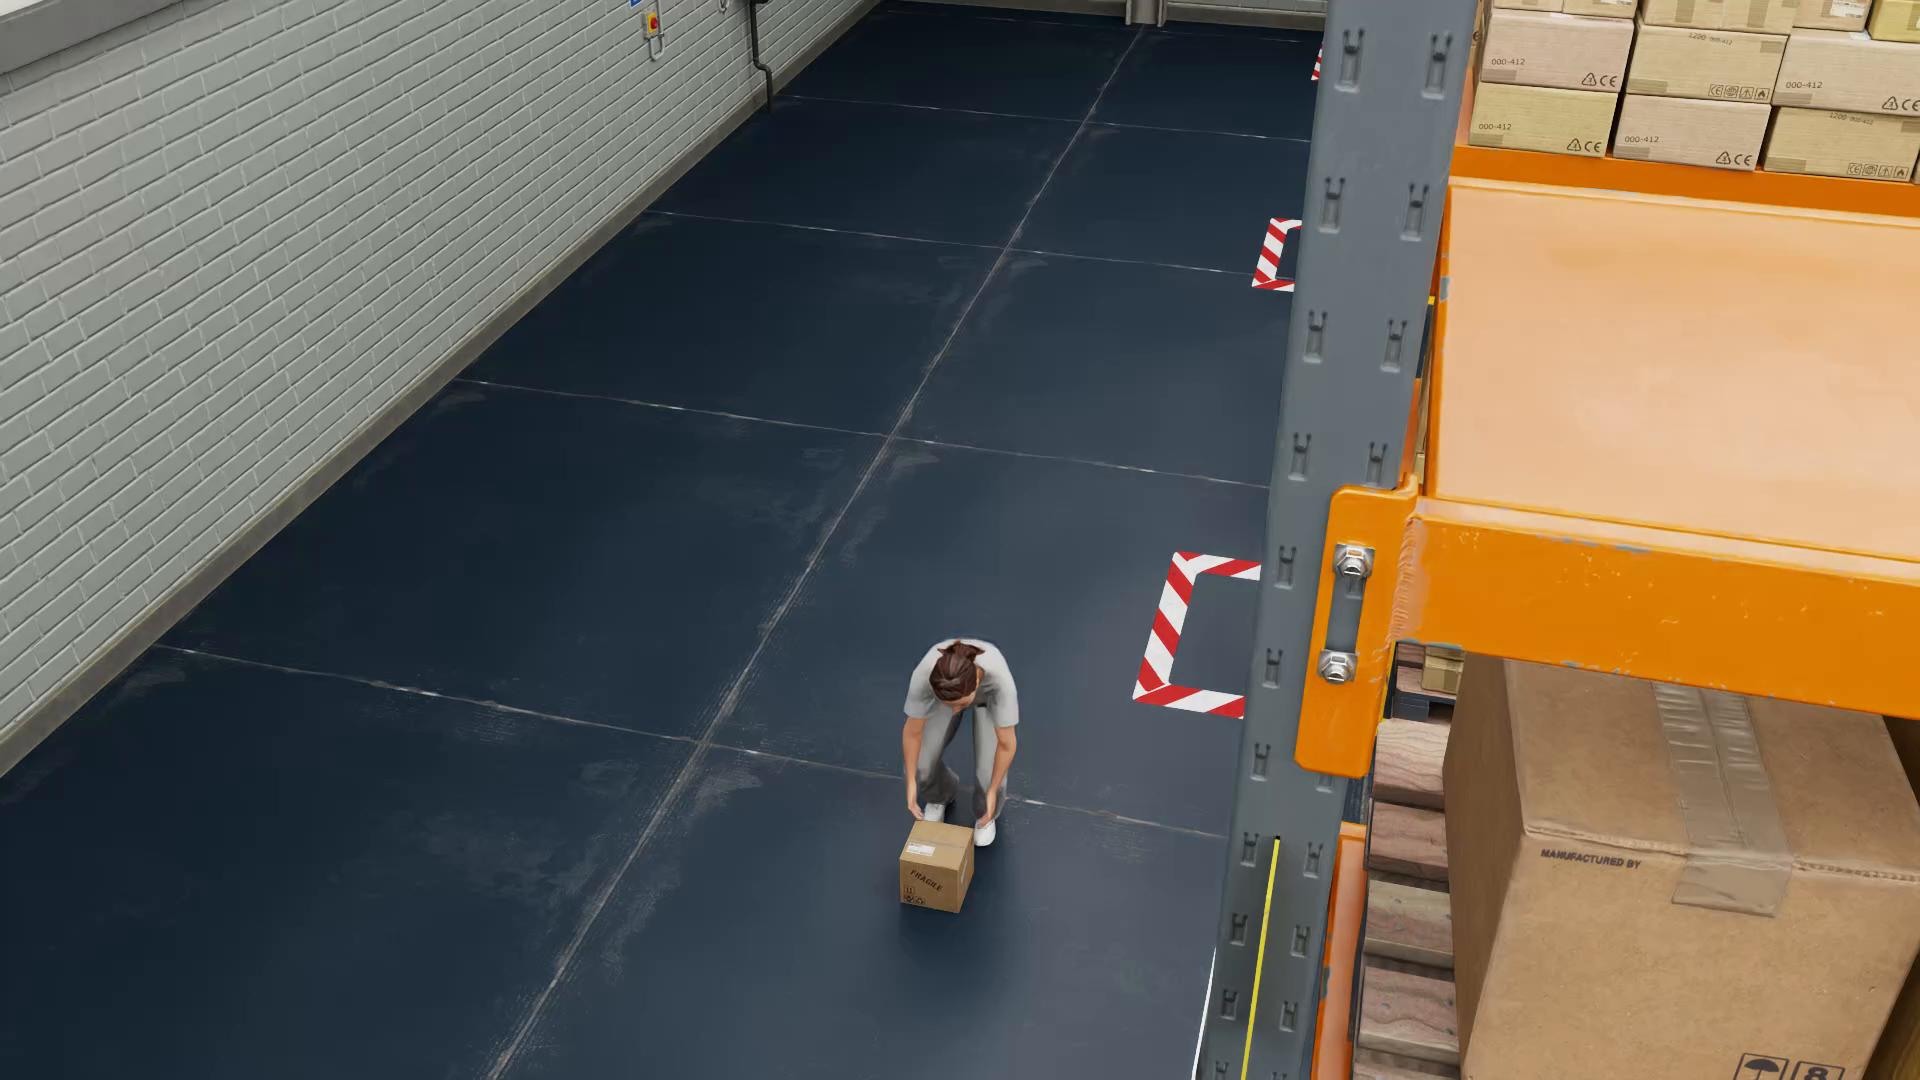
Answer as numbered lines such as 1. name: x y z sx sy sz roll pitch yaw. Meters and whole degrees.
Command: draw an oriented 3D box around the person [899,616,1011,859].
1. person: -0.032 0.895 6.899 0.435 0.998 0.866 7 34 10
